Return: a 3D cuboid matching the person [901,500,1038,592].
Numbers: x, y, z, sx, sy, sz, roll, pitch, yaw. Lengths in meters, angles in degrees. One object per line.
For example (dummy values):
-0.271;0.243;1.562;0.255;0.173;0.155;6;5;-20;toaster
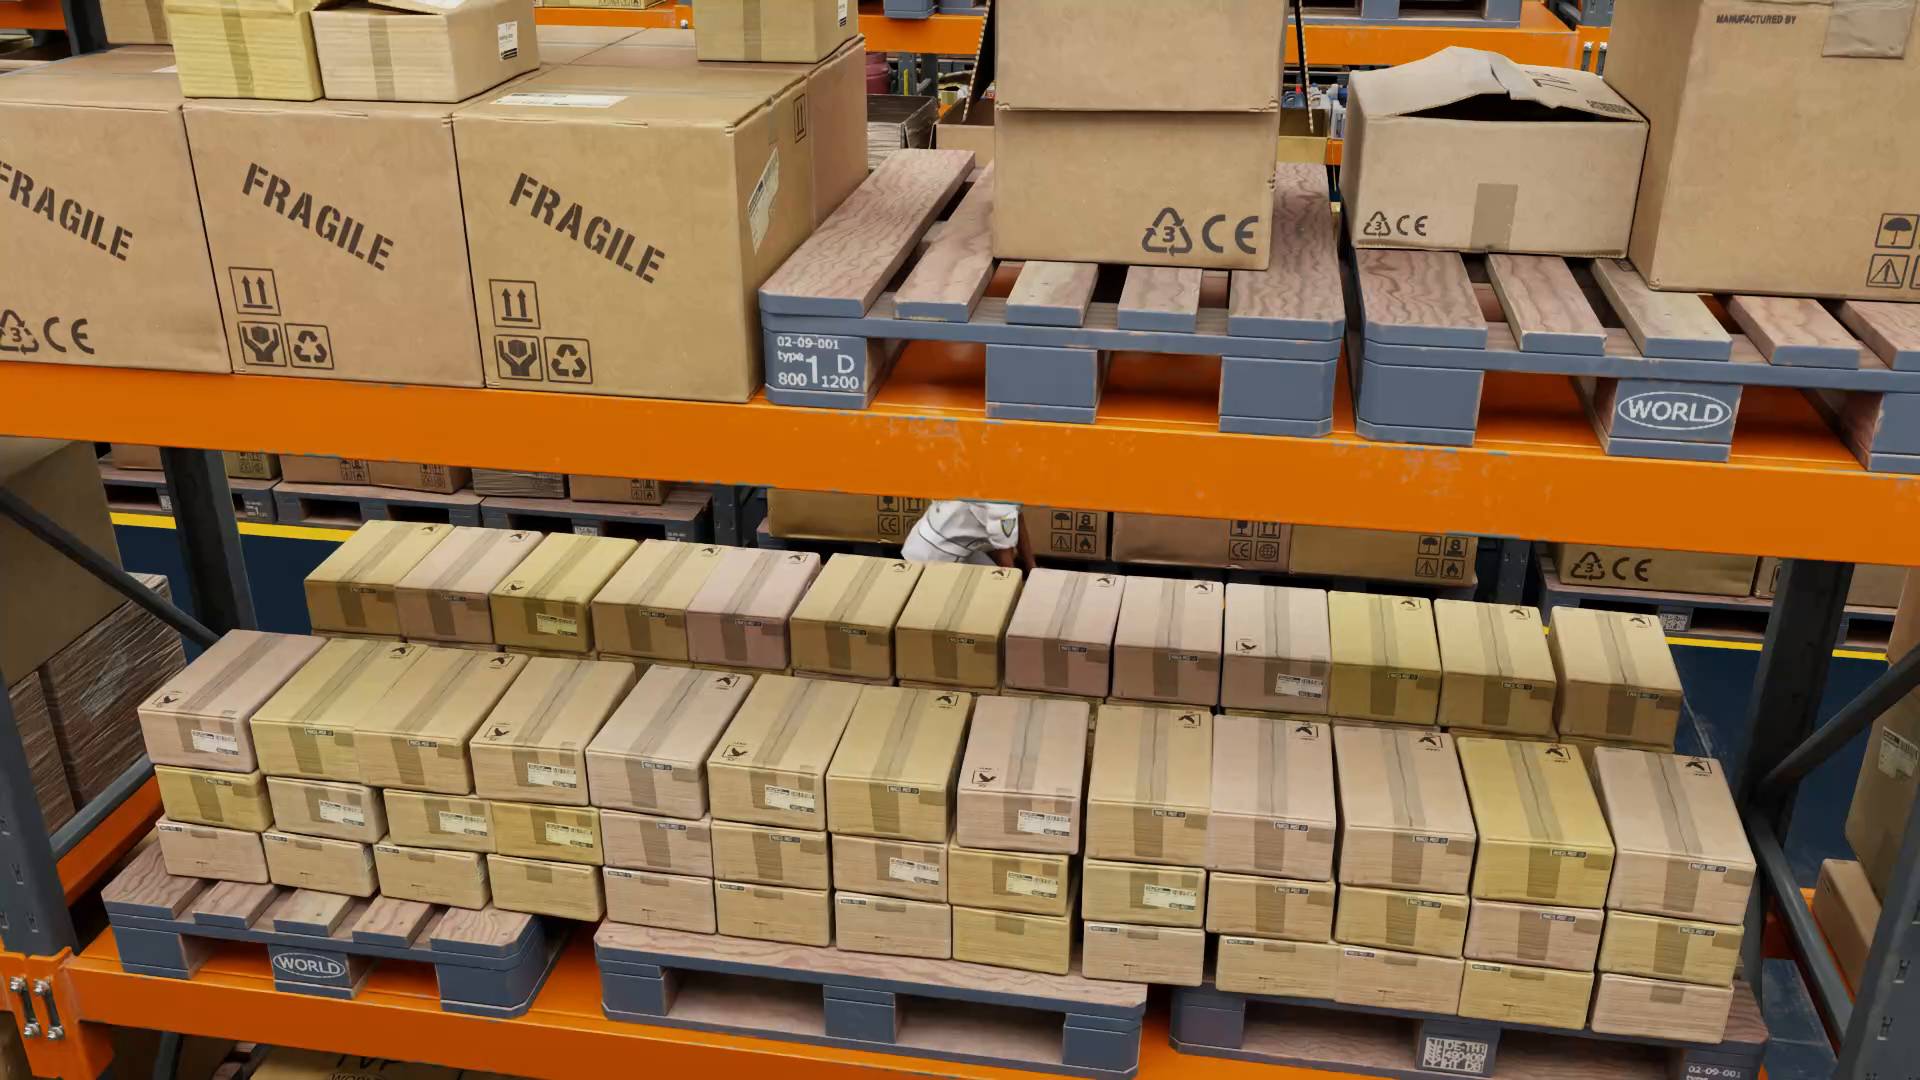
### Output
0.130;0.107;7.310;0.753;1.305;0.499;4;25;9;person
